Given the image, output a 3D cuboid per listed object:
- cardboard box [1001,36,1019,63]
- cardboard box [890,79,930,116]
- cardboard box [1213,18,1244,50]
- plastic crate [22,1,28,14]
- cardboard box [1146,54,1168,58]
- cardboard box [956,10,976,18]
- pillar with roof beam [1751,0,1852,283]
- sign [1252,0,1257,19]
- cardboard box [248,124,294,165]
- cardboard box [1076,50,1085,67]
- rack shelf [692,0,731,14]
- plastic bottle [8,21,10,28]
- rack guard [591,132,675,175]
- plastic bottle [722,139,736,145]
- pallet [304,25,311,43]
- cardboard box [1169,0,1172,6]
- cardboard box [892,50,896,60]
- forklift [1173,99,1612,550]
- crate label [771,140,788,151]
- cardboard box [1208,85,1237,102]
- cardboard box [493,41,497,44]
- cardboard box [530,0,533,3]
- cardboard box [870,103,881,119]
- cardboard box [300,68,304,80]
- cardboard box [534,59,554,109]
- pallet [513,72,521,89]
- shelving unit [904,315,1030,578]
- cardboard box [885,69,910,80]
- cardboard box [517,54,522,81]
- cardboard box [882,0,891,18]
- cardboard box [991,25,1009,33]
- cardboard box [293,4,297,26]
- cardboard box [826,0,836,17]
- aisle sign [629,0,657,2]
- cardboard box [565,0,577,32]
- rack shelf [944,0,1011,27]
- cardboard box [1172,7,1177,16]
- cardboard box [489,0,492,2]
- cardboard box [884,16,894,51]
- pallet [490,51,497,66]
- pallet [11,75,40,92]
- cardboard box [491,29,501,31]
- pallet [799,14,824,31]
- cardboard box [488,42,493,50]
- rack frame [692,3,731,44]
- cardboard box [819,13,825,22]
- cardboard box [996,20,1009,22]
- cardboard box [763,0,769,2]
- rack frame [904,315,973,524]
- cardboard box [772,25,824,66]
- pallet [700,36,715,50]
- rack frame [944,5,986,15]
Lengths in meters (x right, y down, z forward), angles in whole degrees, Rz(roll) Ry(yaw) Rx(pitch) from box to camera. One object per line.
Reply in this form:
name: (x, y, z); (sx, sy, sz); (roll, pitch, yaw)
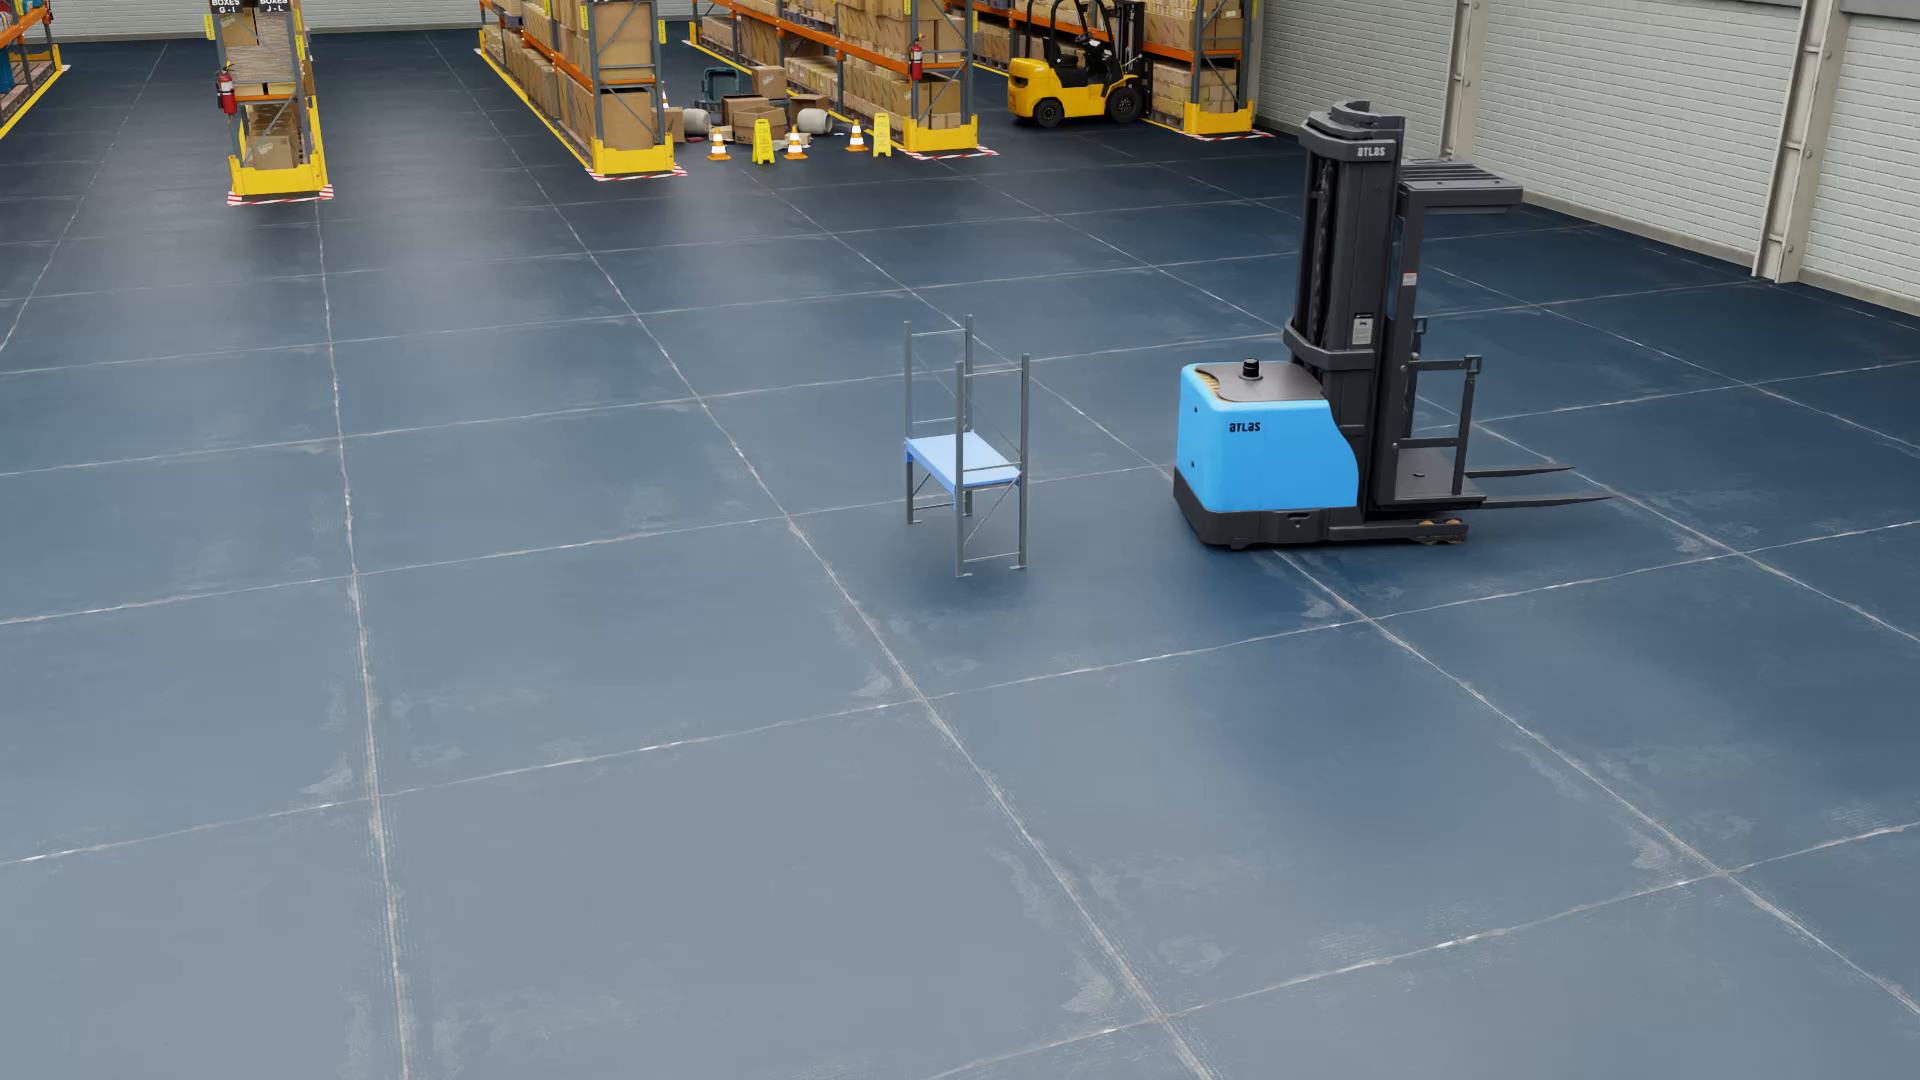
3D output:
cardboard box: (1.182, -10.393, 35.224); (0.500, 0.500, 0.500); (-8, 24, -17)
cardboard box: (-0.811, -7.165, 26.923); (0.500, 0.500, 0.500); (-8, 24, -19)
cardboard box: (4.443, -8.585, 28.127); (0.500, 0.500, 0.500); (-8, 24, -17)
plastic crate: (-18.875, -10.652, 33.299); (0.416, 0.233, 0.300); (-8, 24, -19)
cardboard box: (3.659, -8.641, 30.102); (0.500, 0.250, 0.500); (-8, 24, -19)
cardboard box: (0.134, -11.904, 37.590); (0.380, 0.149, 0.250); (-10, 25, -22)
pillar with roof beam: (5.167, -6.511, 15.611); (9.100, 9.000, 0.400); (-8, 24, -19)
sign: (4.880, -8.830, 27.621); (0.100, 0.325, 0.005); (-8, 24, -19)
cardboard box: (-10.003, -5.762, 24.236); (0.500, 0.500, 0.500); (-2, 23, -5)
cardboard box: (2.751, -9.061, 31.903); (0.875, 0.625, 0.625); (-7, 24, -17)
rack shelf: (-5.230, -12.393, 38.219); (1.077, 0.370, 4.000); (-8, 24, -19)
plastic bottle: (-17.920, -9.730, 31.230); (0.097, 0.201, 0.097); (0, 23, 0)
rack guard: (-4.871, -5.762, 24.776); (1.175, 0.500, 0.348); (-8, 24, -19)
plastic bottle: (-3.785, -6.490, 27.069); (0.133, 0.061, 0.283); (-18, 29, -37)
pallet: (-12.030, -8.852, 29.138); (1.213, 0.211, 1.003); (-8, 24, -19)
cardboard box: (3.782, -9.181, 28.324); (0.380, 0.149, 0.250); (-8, 24, -19)
cardboard box: (-0.880, -7.802, 26.722); (0.380, 0.149, 0.250); (-9, 24, -20)
forklift: (3.135, -1.517, 11.574); (3.031, 2.935, 1.130); (-3, 23, -6)
crate label: (-2.897, -6.300, 26.520); (0.298, 0.136, 0.250); (18, 29, 36)
cardboard box: (4.387, -7.677, 28.457); (0.500, 0.250, 0.500); (-8, 24, -18)
cardboard box: (-10.201, -11.152, 37.093); (0.380, 0.149, 0.250); (-10, 25, -22)
cardboard box: (-7.556, -10.171, 30.604); (0.700, 0.500, 0.500); (-8, 24, -19)
cardboard box: (-1.187, -7.200, 27.970); (0.500, 0.250, 0.500); (-9, 25, -21)
cardboard box: (-9.872, -6.857, 24.481); (0.380, 0.149, 0.250); (-8, 24, -19)
cardboard box: (-6.933, -8.097, 29.454); (1.050, 0.750, 0.750); (-8, 24, -19)
pallet: (-8.407, -9.271, 33.474); (1.003, 0.211, 1.213); (-8, 24, -19)
shelving unit: (0.030, -0.660, 11.385); (0.538, 1.500, 1.048); (-8, 24, -19)
cardboard box: (-1.003, -7.589, 27.091); (0.380, 0.149, 0.250); (-8, 24, -17)
cardboard box: (-8.362, -9.263, 32.543); (0.500, 0.500, 0.500); (-7, 24, -17)
cardboard box: (-0.840, -8.623, 26.547); (0.700, 0.500, 0.500); (-8, 24, -18)
cardboard box: (0.893, -11.011, 35.856); (0.380, 0.149, 0.250); (-8, 24, -17)
cardboard box: (-10.374, -8.068, 25.232); (0.500, 0.500, 0.500); (-8, 24, -19)
cardboard box: (-2.075, -9.605, 29.623); (0.500, 0.500, 0.500); (-9, 24, -20)
aisle sign: (-4.573, -8.136, 23.843); (0.394, 0.787, 0.004); (-8, 24, -19)
cardboard box: (-5.634, -8.213, 25.791); (0.875, 0.550, 0.500); (-8, 24, -19)
rack shelf: (0.826, -11.623, 36.390); (1.077, 0.370, 4.000); (-8, 24, -19)
cardboard box: (3.821, -8.944, 28.146); (0.380, 0.149, 0.250); (-8, 24, -18)
cardboard box: (-10.058, -11.797, 36.200); (0.380, 0.149, 0.250); (-8, 24, -18)
cardboard box: (-0.906, -8.163, 26.744); (0.500, 0.500, 0.500); (-8, 24, -19)
pallet: (-9.823, -10.681, 36.819); (1.003, 0.211, 1.213); (-8, 24, -19)
pallet: (-18.724, -8.936, 32.679); (1.003, 0.211, 1.213); (-8, 24, -19)
cardboard box: (-10.231, -11.279, 37.013); (0.380, 0.149, 0.250); (-7, 24, -17)
pallet: (-2.372, -9.743, 31.251); (1.003, 0.211, 1.213); (-8, 24, -19)
cardboard box: (-10.395, -11.100, 37.354); (0.380, 0.149, 0.250); (-8, 24, -18)
rack frame: (-5.936, -13.452, 39.803); (1.000, 3.000, 0.127); (-8, 24, -19)
cardboard box: (-2.338, -9.505, 30.223); (0.380, 0.149, 0.250); (-9, 24, -20)
cardboard box: (1.016, -11.463, 36.927); (0.380, 0.149, 0.250); (-8, 24, -18)
cardboard box: (-3.703, -11.033, 33.614); (0.500, 0.250, 0.500); (-9, 24, -20)
rack frame: (-0.149, -0.845, 11.823); (0.500, 1.500, 0.032); (-8, 24, -19)
cardboard box: (-3.276, -10.022, 33.860); (0.875, 0.875, 0.875); (-9, 24, -19)
pallet: (-5.580, -11.887, 39.681); (1.003, 0.211, 1.213); (-8, 24, -19)
rack frame: (0.119, -12.681, 37.974); (1.000, 3.000, 0.127); (-8, 24, -19)
